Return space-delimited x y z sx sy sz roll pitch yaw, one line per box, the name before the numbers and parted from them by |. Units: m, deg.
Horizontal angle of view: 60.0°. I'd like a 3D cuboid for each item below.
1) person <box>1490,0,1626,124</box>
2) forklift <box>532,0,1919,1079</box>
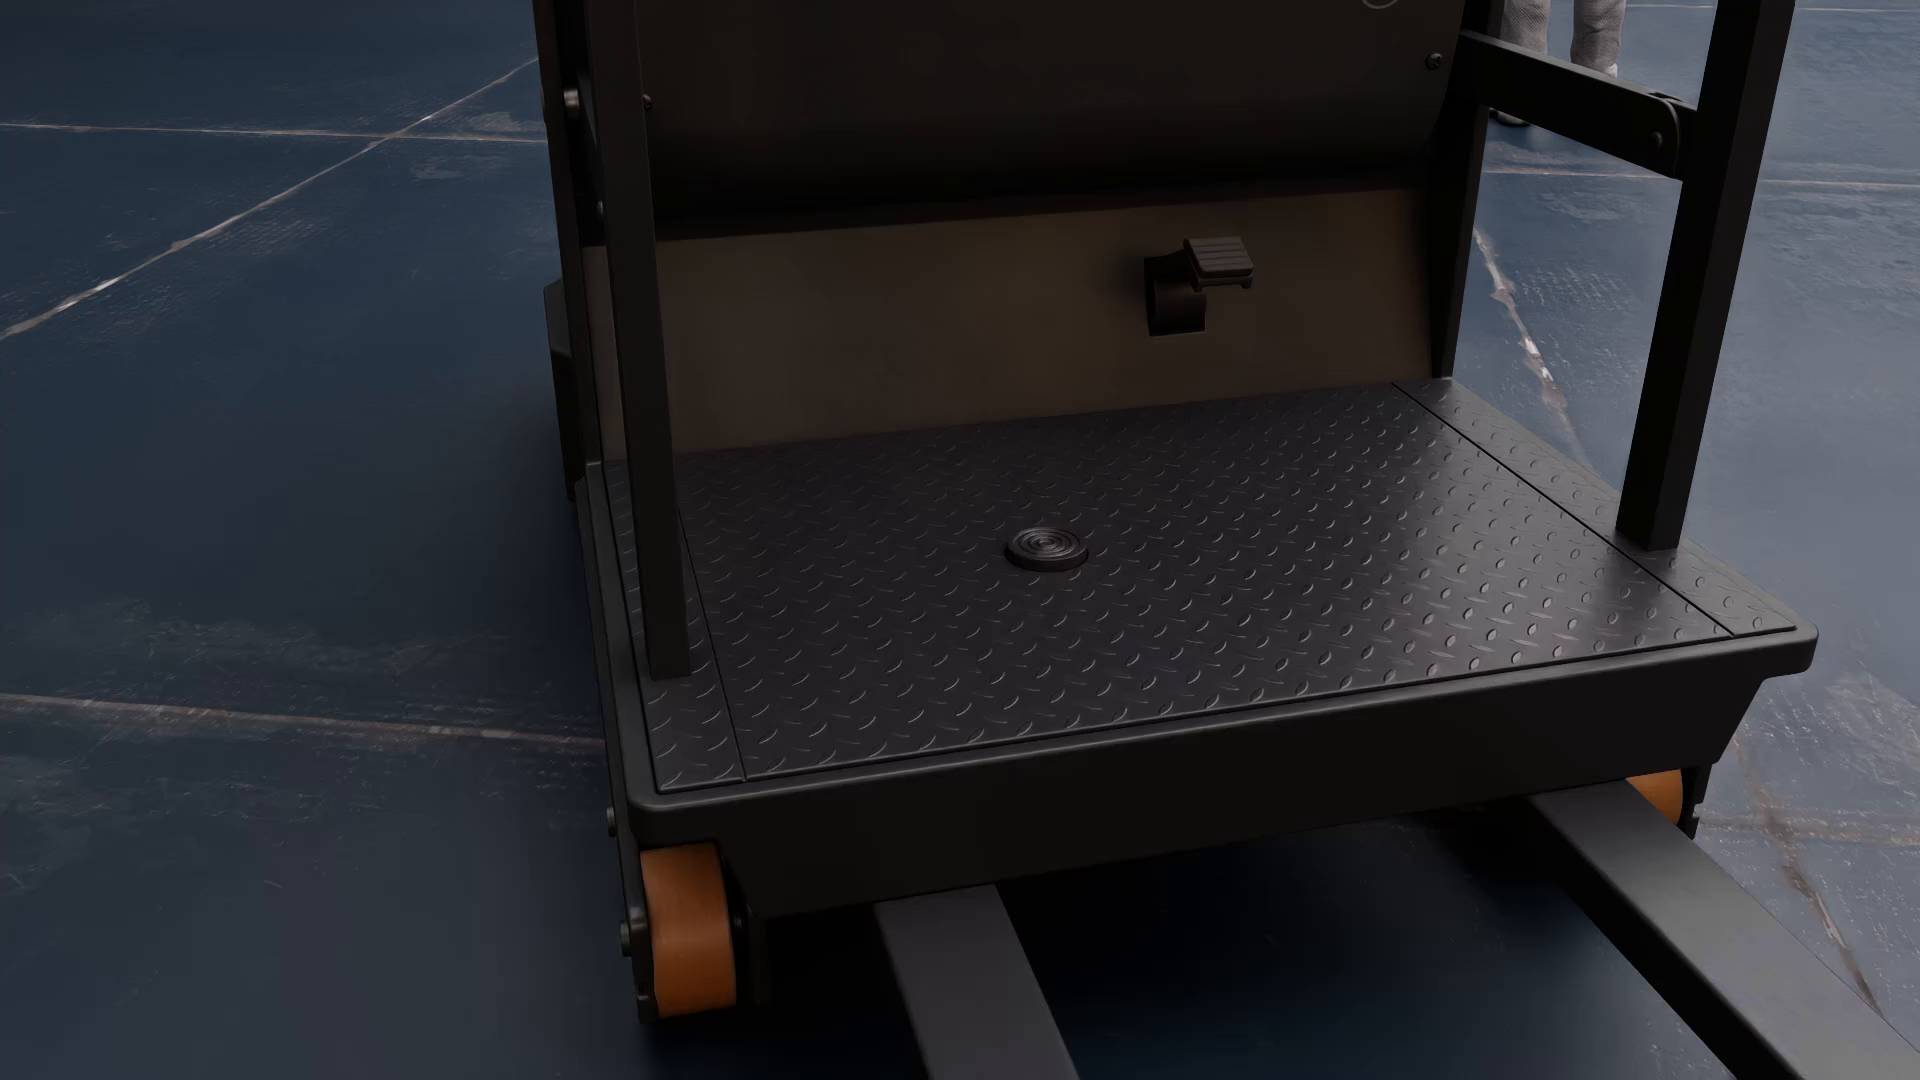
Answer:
person | 1.710 -2.084 4.679 0.632 1.768 0.569 3 27 7
forklift | 0.153 -1.049 1.319 1.130 2.935 3.031 -7 27 -13
